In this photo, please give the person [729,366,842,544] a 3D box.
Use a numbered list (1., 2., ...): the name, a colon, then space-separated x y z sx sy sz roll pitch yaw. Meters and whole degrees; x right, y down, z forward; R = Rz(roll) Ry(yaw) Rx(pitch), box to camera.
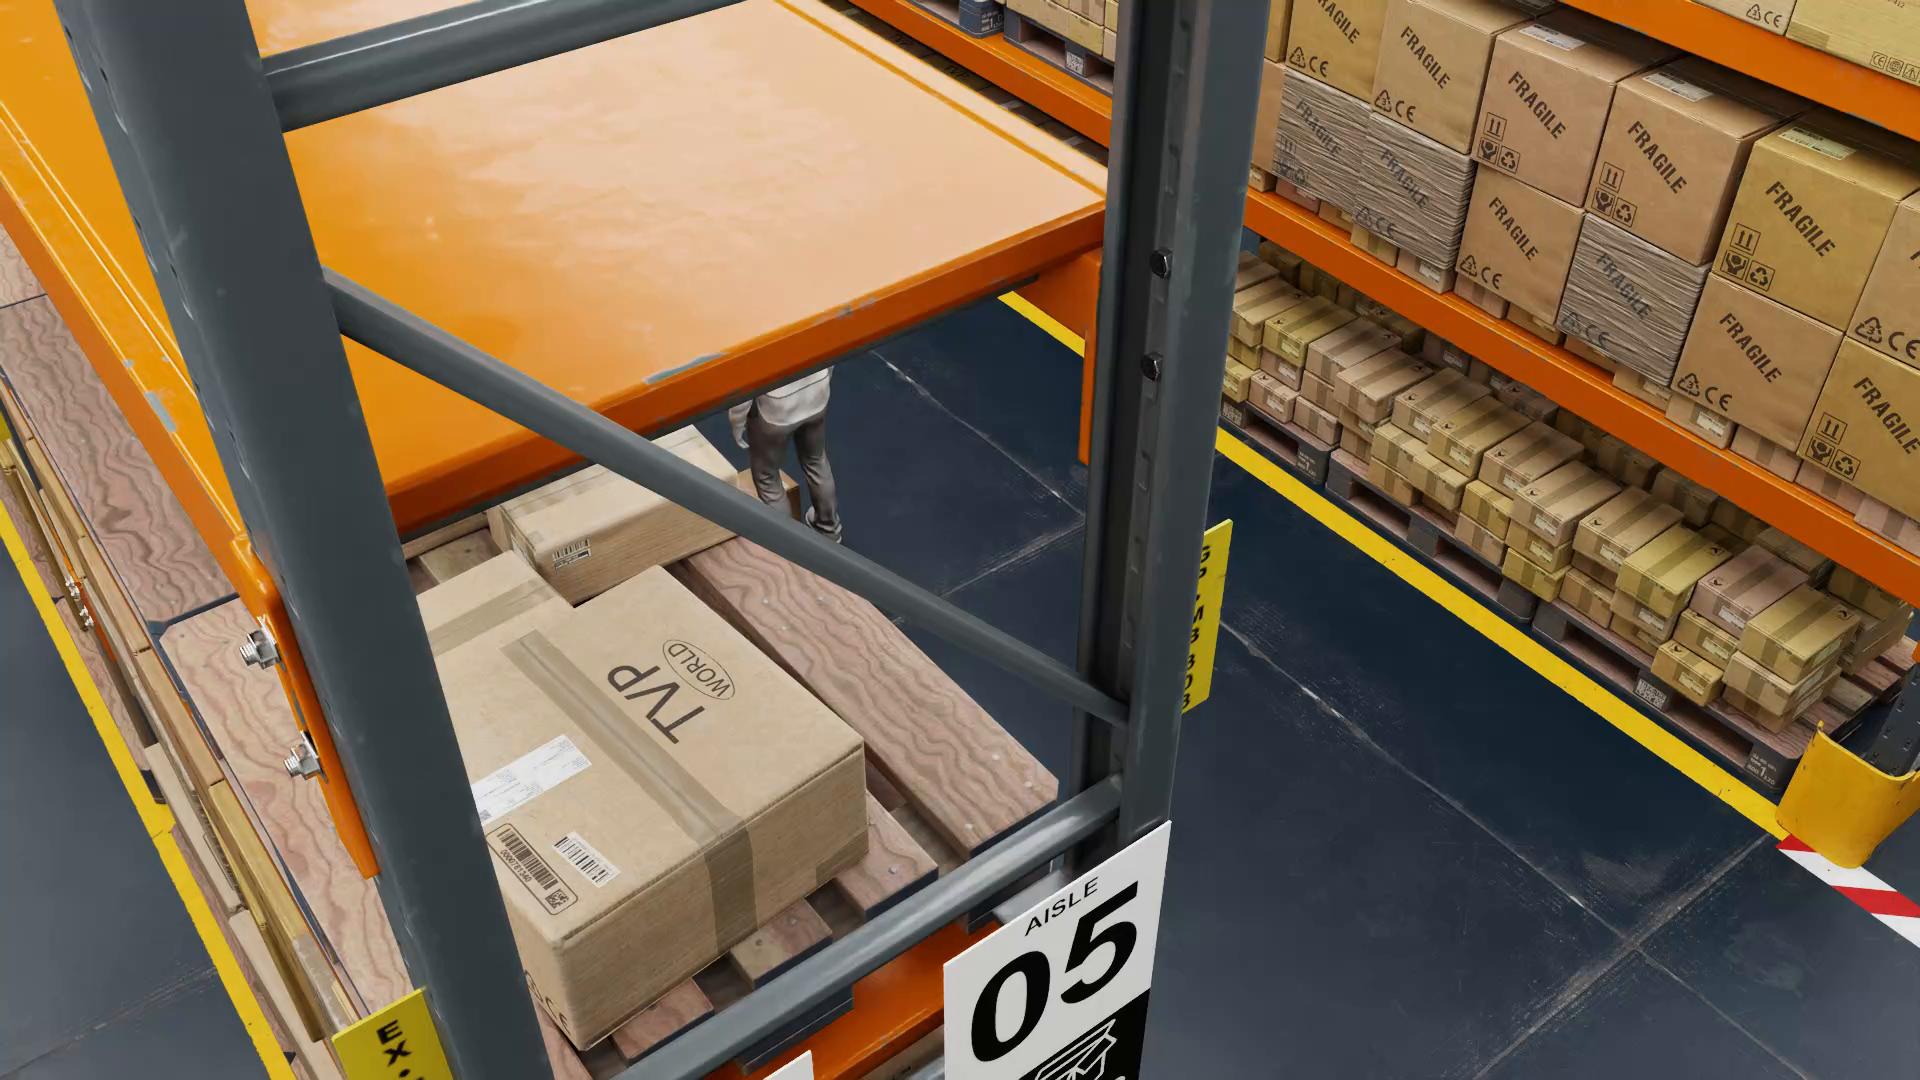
1. person: -0.758 -0.582 7.097 0.533 1.662 0.374 -29 48 -30
